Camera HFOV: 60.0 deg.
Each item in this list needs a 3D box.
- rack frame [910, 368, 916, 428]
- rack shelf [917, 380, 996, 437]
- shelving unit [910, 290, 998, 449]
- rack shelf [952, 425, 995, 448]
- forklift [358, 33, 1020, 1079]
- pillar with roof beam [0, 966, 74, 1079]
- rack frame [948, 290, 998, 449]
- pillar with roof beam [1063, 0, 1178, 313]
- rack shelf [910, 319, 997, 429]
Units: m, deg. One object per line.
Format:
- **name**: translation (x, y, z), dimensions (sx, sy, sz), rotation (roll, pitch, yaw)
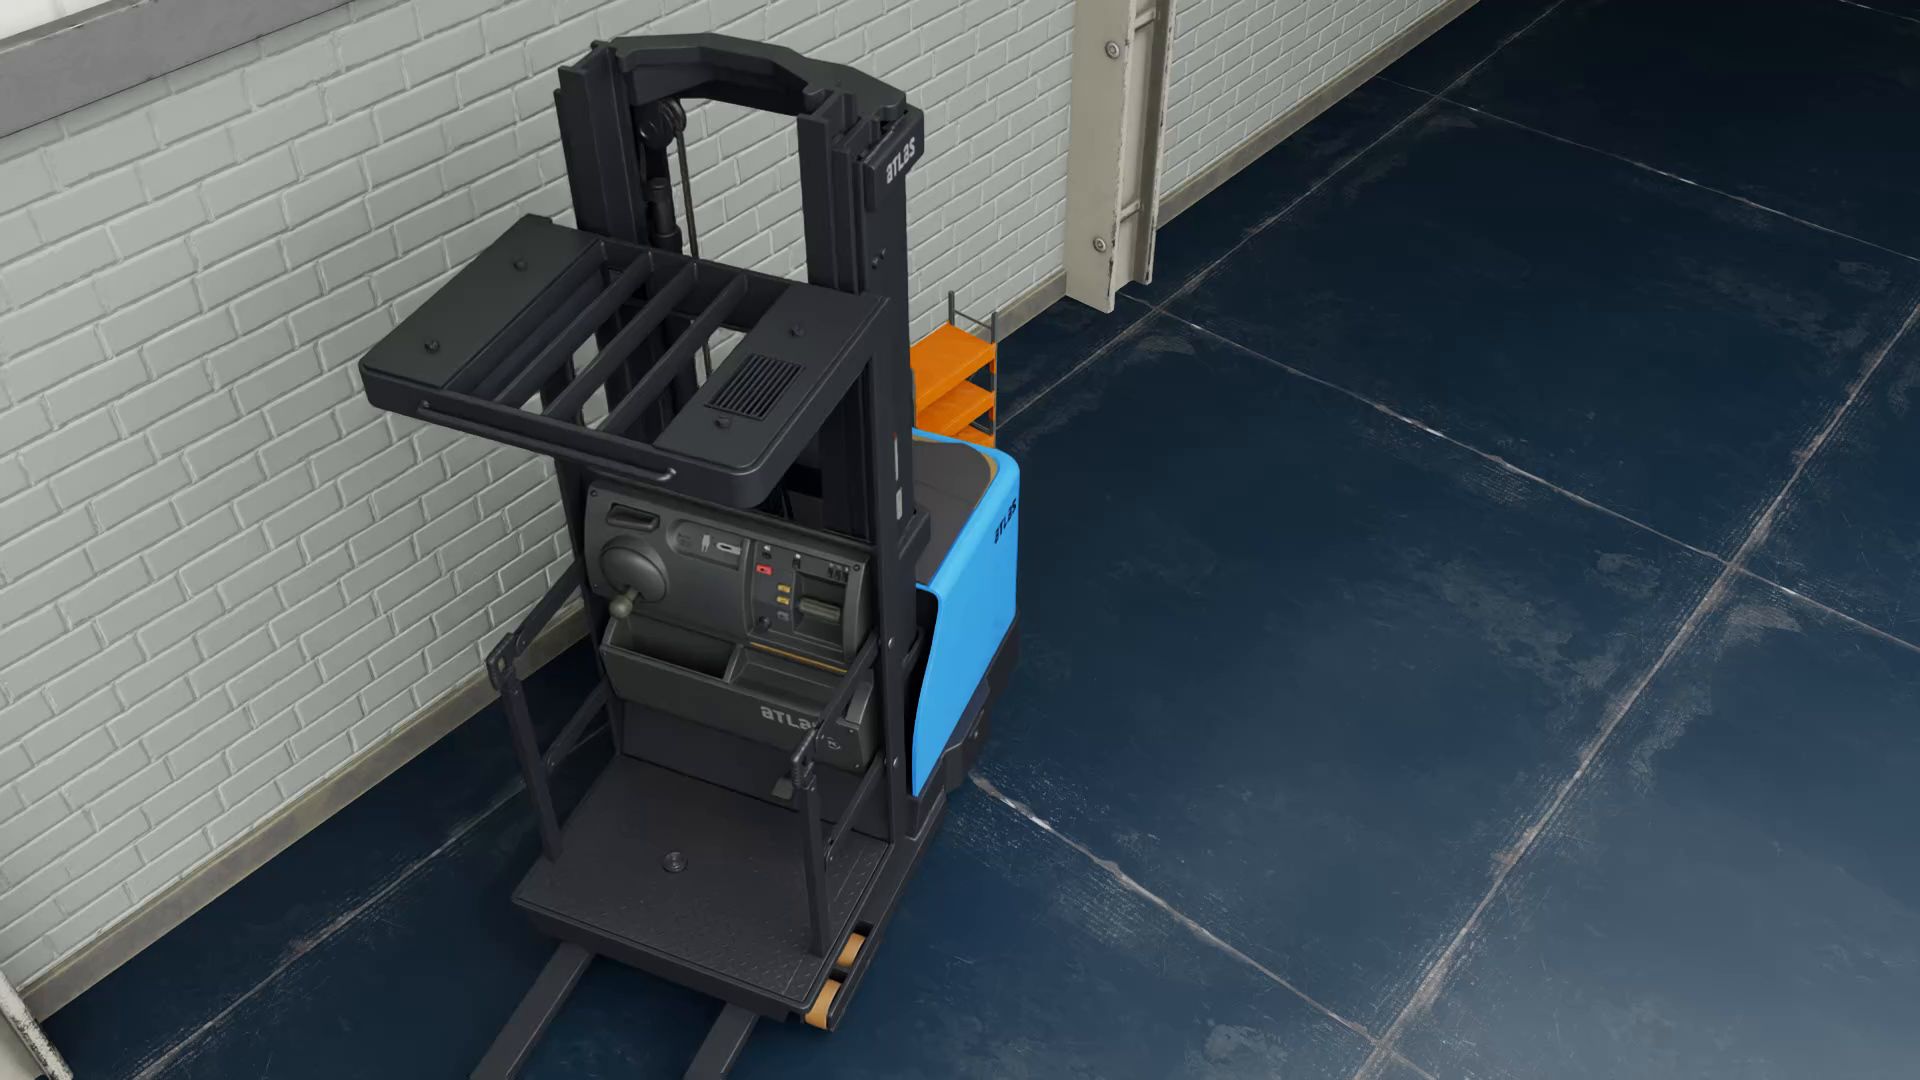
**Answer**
- **rack frame**: translation (-0.264, -0.233, 6.614), dimensions (0.240, 1.200, 0.015), rotation (29, 50, 28)
- **rack shelf**: translation (-0.107, -0.474, 6.647), dimensions (0.258, 0.148, 0.480), rotation (29, 50, 28)
- **shelving unit**: translation (-0.107, -0.359, 6.753), dimensions (0.258, 1.200, 0.503), rotation (29, 50, 28)
- **rack shelf**: translation (-0.107, -0.309, 6.798), dimensions (0.258, 0.148, 0.480), rotation (29, 50, 28)
- **forklift**: translation (-0.795, 0.195, 4.856), dimensions (1.130, 2.935, 3.031), rotation (15, 44, 16)
- **pillar with roof beam**: translation (0.201, 0.296, 0.236), dimensions (9.100, 9.000, 0.400), rotation (29, 50, 28)
- **rack frame**: translation (0.051, -0.484, 6.891), dimensions (0.240, 1.200, 0.015), rotation (29, 50, 28)
- **pillar with roof beam**: translation (4.063, -2.794, 3.634), dimensions (9.100, 9.000, 0.400), rotation (29, 50, 28)
- **rack shelf**: translation (-0.107, -0.649, 6.488), dimensions (0.258, 0.148, 0.480), rotation (29, 50, 28)
